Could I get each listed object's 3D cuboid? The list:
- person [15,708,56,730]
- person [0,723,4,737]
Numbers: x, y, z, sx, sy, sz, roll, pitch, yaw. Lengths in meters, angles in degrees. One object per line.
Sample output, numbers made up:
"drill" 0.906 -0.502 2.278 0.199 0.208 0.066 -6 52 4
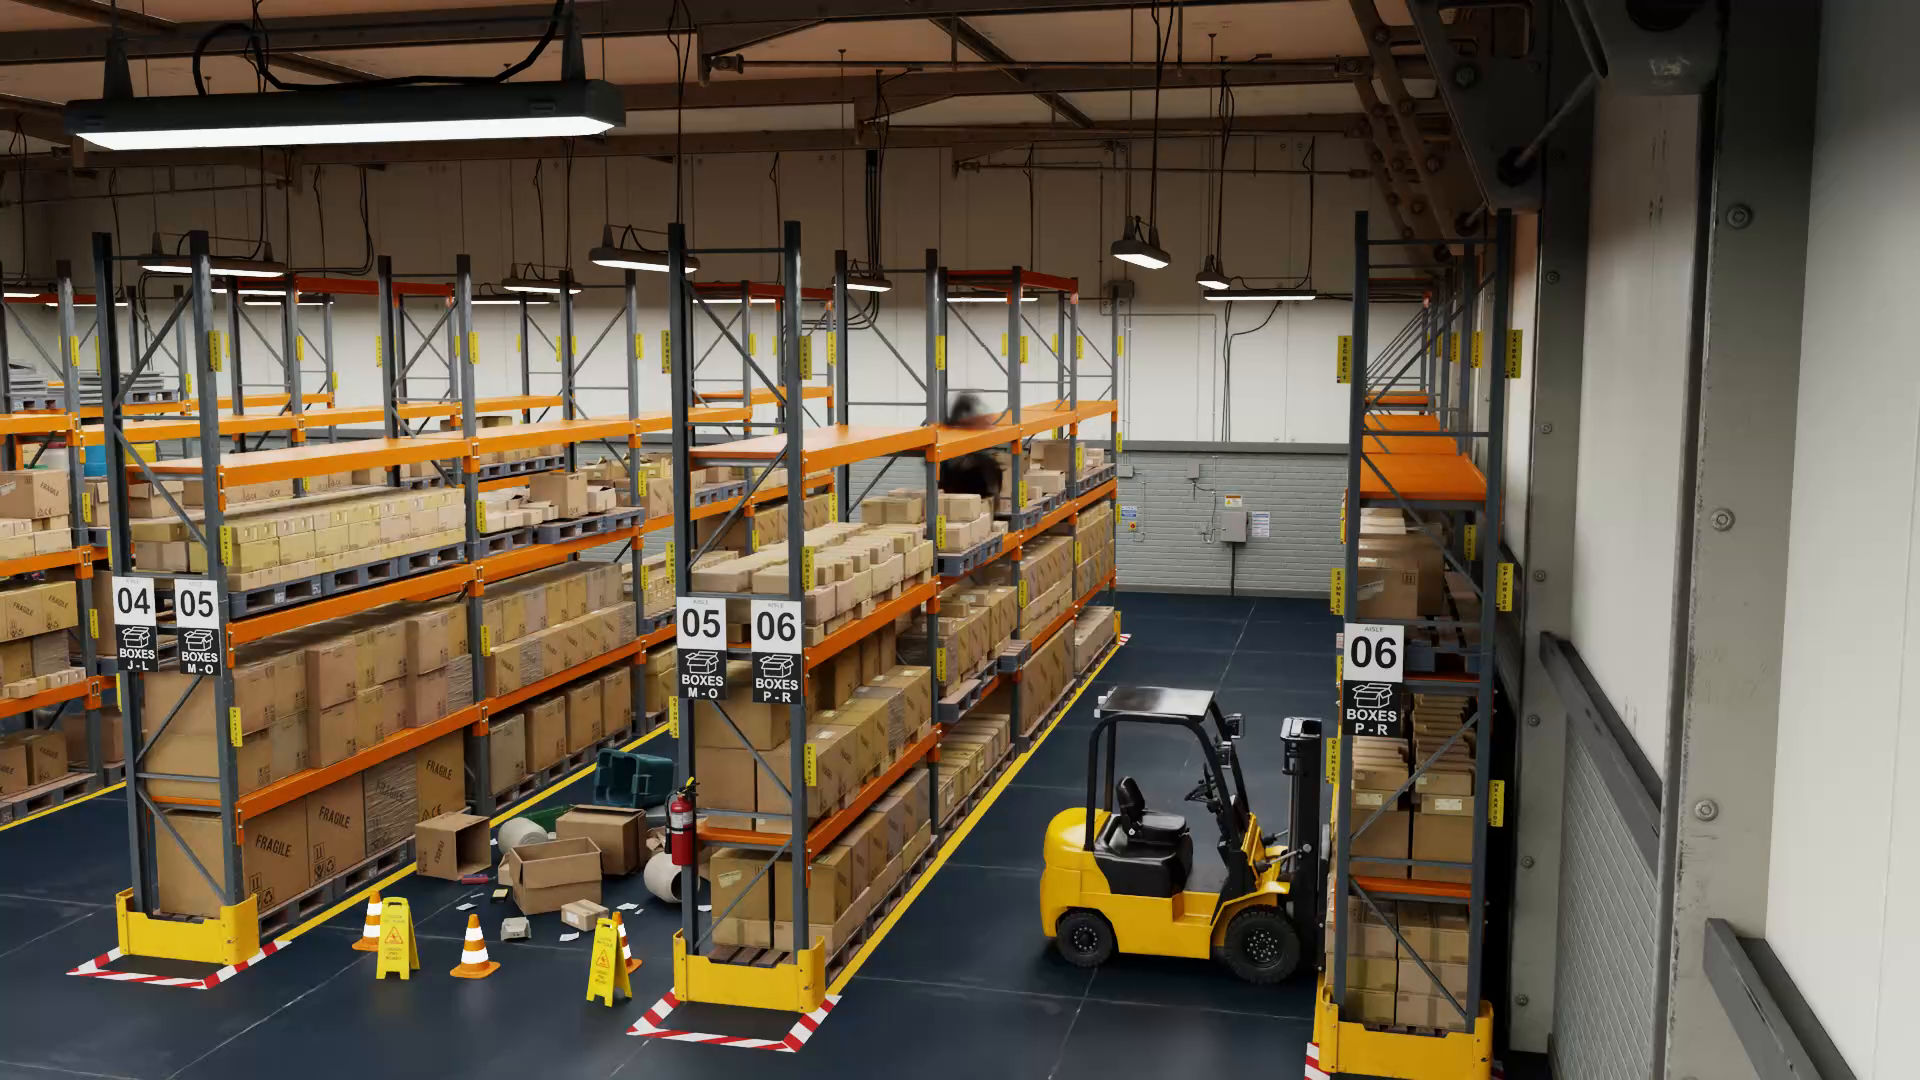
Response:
"person" -11.529 1.773 20.707 0.718 1.746 0.834 1 7 8
"person" -12.341 1.809 20.878 0.555 1.727 0.677 1 7 7
